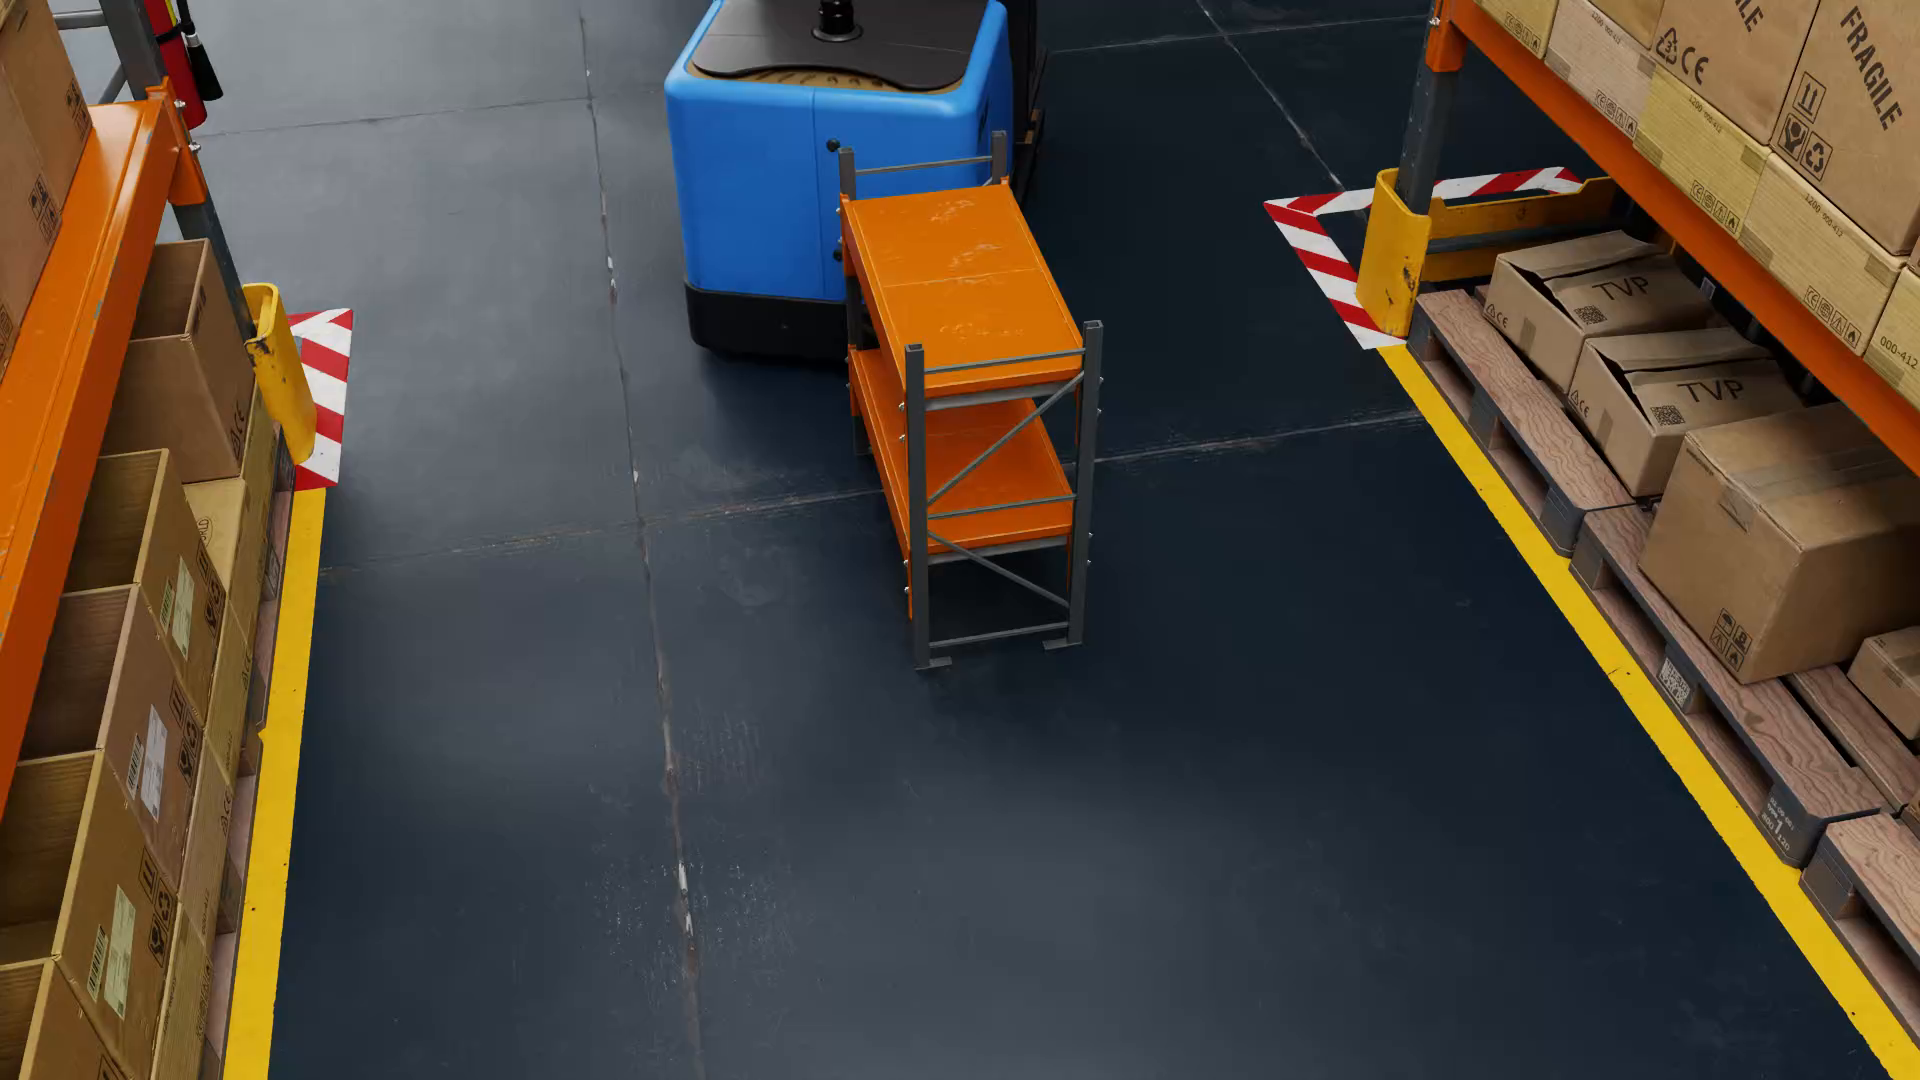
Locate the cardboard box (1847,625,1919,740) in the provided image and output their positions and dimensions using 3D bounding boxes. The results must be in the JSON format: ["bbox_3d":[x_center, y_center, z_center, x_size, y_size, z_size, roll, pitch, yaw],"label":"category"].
[{"bbox_3d":[2.612,0.355,4.407,0.380,0.149,0.250,-12,43,-13],"label":"cardboard box"}]

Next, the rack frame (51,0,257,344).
[{"bbox_3d":[-2.762,-1.388,4.554,1.000,3.000,0.127,-8,42,-9],"label":"rack frame"}]

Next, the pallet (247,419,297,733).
[{"bbox_3d":[-2.556,0.144,4.928,1.003,0.211,1.213,-8,42,-9],"label":"pallet"}]

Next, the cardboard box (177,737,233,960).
[{"bbox_3d":[-2.022,0.759,3.890,0.500,0.250,0.500,-8,42,-9],"label":"cardboard box"}]

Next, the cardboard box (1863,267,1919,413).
[{"bbox_3d":[2.317,-0.370,3.506,0.500,0.250,0.500,-9,42,-10],"label":"cardboard box"}]

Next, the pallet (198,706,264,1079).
[{"bbox_3d":[-2.296,0.934,4.039,1.003,0.211,1.213,-8,42,-9],"label":"pallet"}]

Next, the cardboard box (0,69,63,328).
[{"bbox_3d":[-2.555,-0.781,3.795,0.700,0.500,0.500,-7,42,-8],"label":"cardboard box"}]

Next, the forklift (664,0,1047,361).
[{"bbox_3d":[-0.235,-2.671,6.051,1.130,2.935,3.031,6,42,6],"label":"forklift"}]

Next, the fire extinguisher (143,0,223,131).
[{"bbox_3d":[-2.333,-1.502,4.741,0.296,0.674,0.183,-8,42,-9],"label":"fire extinguisher"}]

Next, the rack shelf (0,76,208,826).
[{"bbox_3d":[-2.330,0.177,3.332,1.077,0.370,4.000,-8,42,-9],"label":"rack shelf"}]

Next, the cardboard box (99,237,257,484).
[{"bbox_3d":[-2.355,-0.492,4.735,0.500,0.500,0.500,-8,42,-9],"label":"cardboard box"}]

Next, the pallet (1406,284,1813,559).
[{"bbox_3d":[2.232,-0.476,5.628,1.003,0.211,1.213,-8,42,-9],"label":"pallet"}]

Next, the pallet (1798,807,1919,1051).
[{"bbox_3d":[2.759,1.105,3.846,1.003,0.211,1.213,-8,42,-9],"label":"pallet"}]

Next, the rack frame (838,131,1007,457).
[{"bbox_3d":[-0.108,-0.746,5.243,0.500,1.125,0.032,-8,42,-9],"label":"rack frame"}]

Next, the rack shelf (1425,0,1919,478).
[{"bbox_3d":[2.506,-0.535,4.135,1.077,0.370,4.000,-8,42,-9],"label":"rack shelf"}]

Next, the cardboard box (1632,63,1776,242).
[{"bbox_3d":[2.100,-1.024,4.242,0.500,0.250,0.500,-9,42,-10],"label":"cardboard box"}]

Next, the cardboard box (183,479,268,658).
[{"bbox_3d":[-2.238,0.111,4.620,0.500,0.250,0.500,-8,42,-9],"label":"cardboard box"}]

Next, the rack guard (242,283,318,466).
[{"bbox_3d":[-2.767,-0.469,5.401,1.175,0.500,0.348,-8,42,-9],"label":"rack guard"}]

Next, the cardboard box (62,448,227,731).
[{"bbox_3d":[-2.125,0.154,4.007,0.500,0.500,0.500,-8,42,-9],"label":"cardboard box"}]

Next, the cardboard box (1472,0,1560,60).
[{"bbox_3d":[1.870,-1.690,4.992,0.500,0.250,0.500,-9,42,-11],"label":"cardboard box"}]

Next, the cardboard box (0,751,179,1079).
[{"bbox_3d":[-1.908,0.802,3.277,0.500,0.500,0.500,-8,42,-9],"label":"cardboard box"}]

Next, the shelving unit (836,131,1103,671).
[{"bbox_3d":[0.001,-0.416,4.872,0.538,1.125,1.048,-8,42,-9],"label":"shelving unit"}]

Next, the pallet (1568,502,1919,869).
[{"bbox_3d":[2.492,0.313,4.739,1.003,0.211,1.213,-8,42,-9],"label":"pallet"}]

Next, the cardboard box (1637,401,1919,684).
[{"bbox_3d":[2.369,-0.016,4.560,0.700,0.500,0.500,-11,43,-12],"label":"cardboard box"}]

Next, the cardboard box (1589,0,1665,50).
[{"bbox_3d":[1.981,-1.658,4.391,0.500,0.500,0.500,-8,42,-9],"label":"cardboard box"}]

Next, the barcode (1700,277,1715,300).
[{"bbox_3d":[2.531,-0.847,5.632,0.001,0.075,0.075,-8,42,-9],"label":"barcode"}]

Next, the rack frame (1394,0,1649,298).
[{"bbox_3d":[2.075,-2.100,5.356,1.000,3.000,0.127,-8,42,-9],"label":"rack frame"}]

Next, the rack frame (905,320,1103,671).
[{"bbox_3d":[0.111,-0.087,4.500,0.500,1.125,0.032,-8,42,-9],"label":"rack frame"}]

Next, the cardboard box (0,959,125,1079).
[{"bbox_3d":[-1.808,1.127,2.911,0.500,0.500,0.500,-8,42,-9],"label":"cardboard box"}]

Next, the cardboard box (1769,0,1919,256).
[{"bbox_3d":[2.210,-0.989,3.638,0.500,0.500,0.500,-7,42,-8],"label":"cardboard box"}]

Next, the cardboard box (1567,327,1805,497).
[{"bbox_3d":[2.259,-0.428,5.167,0.500,0.311,0.500,-5,42,-6],"label":"cardboard box"}]

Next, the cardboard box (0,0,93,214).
[{"bbox_3d":[-2.673,-1.121,4.178,0.700,0.500,0.500,-8,42,-9],"label":"cardboard box"}]

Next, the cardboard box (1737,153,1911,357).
[{"bbox_3d":[2.207,-0.696,3.873,0.500,0.250,0.500,-8,42,-9],"label":"cardboard box"}]

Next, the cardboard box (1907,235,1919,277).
[{"bbox_3d":[2.322,-0.652,3.258,0.500,0.500,0.500,-9,42,-11],"label":"cardboard box"}]

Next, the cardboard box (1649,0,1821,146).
[{"bbox_3d":[2.087,-1.322,4.013,0.500,0.500,0.500,-10,42,-11],"label":"cardboard box"}]

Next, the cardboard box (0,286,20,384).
[{"bbox_3d":[-2.454,-0.459,3.432,0.700,0.500,0.500,-8,42,-9],"label":"cardboard box"}]

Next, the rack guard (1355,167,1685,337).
[{"bbox_3d":[2.091,-1.116,6.131,1.175,0.500,0.348,-8,42,-9],"label":"rack guard"}]

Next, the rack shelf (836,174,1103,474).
[{"bbox_3d":[0.001,-0.635,4.677,0.538,0.278,1.000,-8,42,-9],"label":"rack shelf"}]

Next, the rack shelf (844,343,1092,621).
[{"bbox_3d":[0.001,-0.233,5.034,0.538,0.278,1.000,-8,42,-9],"label":"rack shelf"}]

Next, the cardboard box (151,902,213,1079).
[{"bbox_3d":[-1.908,1.082,3.526,0.500,0.250,0.500,-8,42,-9],"label":"cardboard box"}]

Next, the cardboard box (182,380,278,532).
[{"bbox_3d":[-2.357,-0.211,4.984,0.500,0.250,0.500,-8,42,-9],"label":"cardboard box"}]

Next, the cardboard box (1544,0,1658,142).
[{"bbox_3d":[1.996,-1.355,4.615,0.500,0.250,0.500,-10,42,-11],"label":"cardboard box"}]

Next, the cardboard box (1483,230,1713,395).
[{"bbox_3d":[2.136,-0.798,5.583,0.500,0.311,0.500,-13,43,-14],"label":"cardboard box"}]

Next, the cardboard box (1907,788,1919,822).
[{"bbox_3d":[2.675,0.596,3.871,0.500,0.500,0.500,-11,43,-12],"label":"cardboard box"}]

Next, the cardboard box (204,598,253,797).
[{"bbox_3d":[-2.128,0.435,4.256,0.500,0.250,0.500,-8,42,-9],"label":"cardboard box"}]

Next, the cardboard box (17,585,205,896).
[{"bbox_3d":[-2.018,0.478,3.642,0.500,0.500,0.500,-8,42,-9],"label":"cardboard box"}]

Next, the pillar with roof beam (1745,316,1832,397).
[{"bbox_3d":[-1.133,-3.397,2.298,9.100,9.000,0.400,-8,42,-9],"label":"pillar with roof beam"}]
